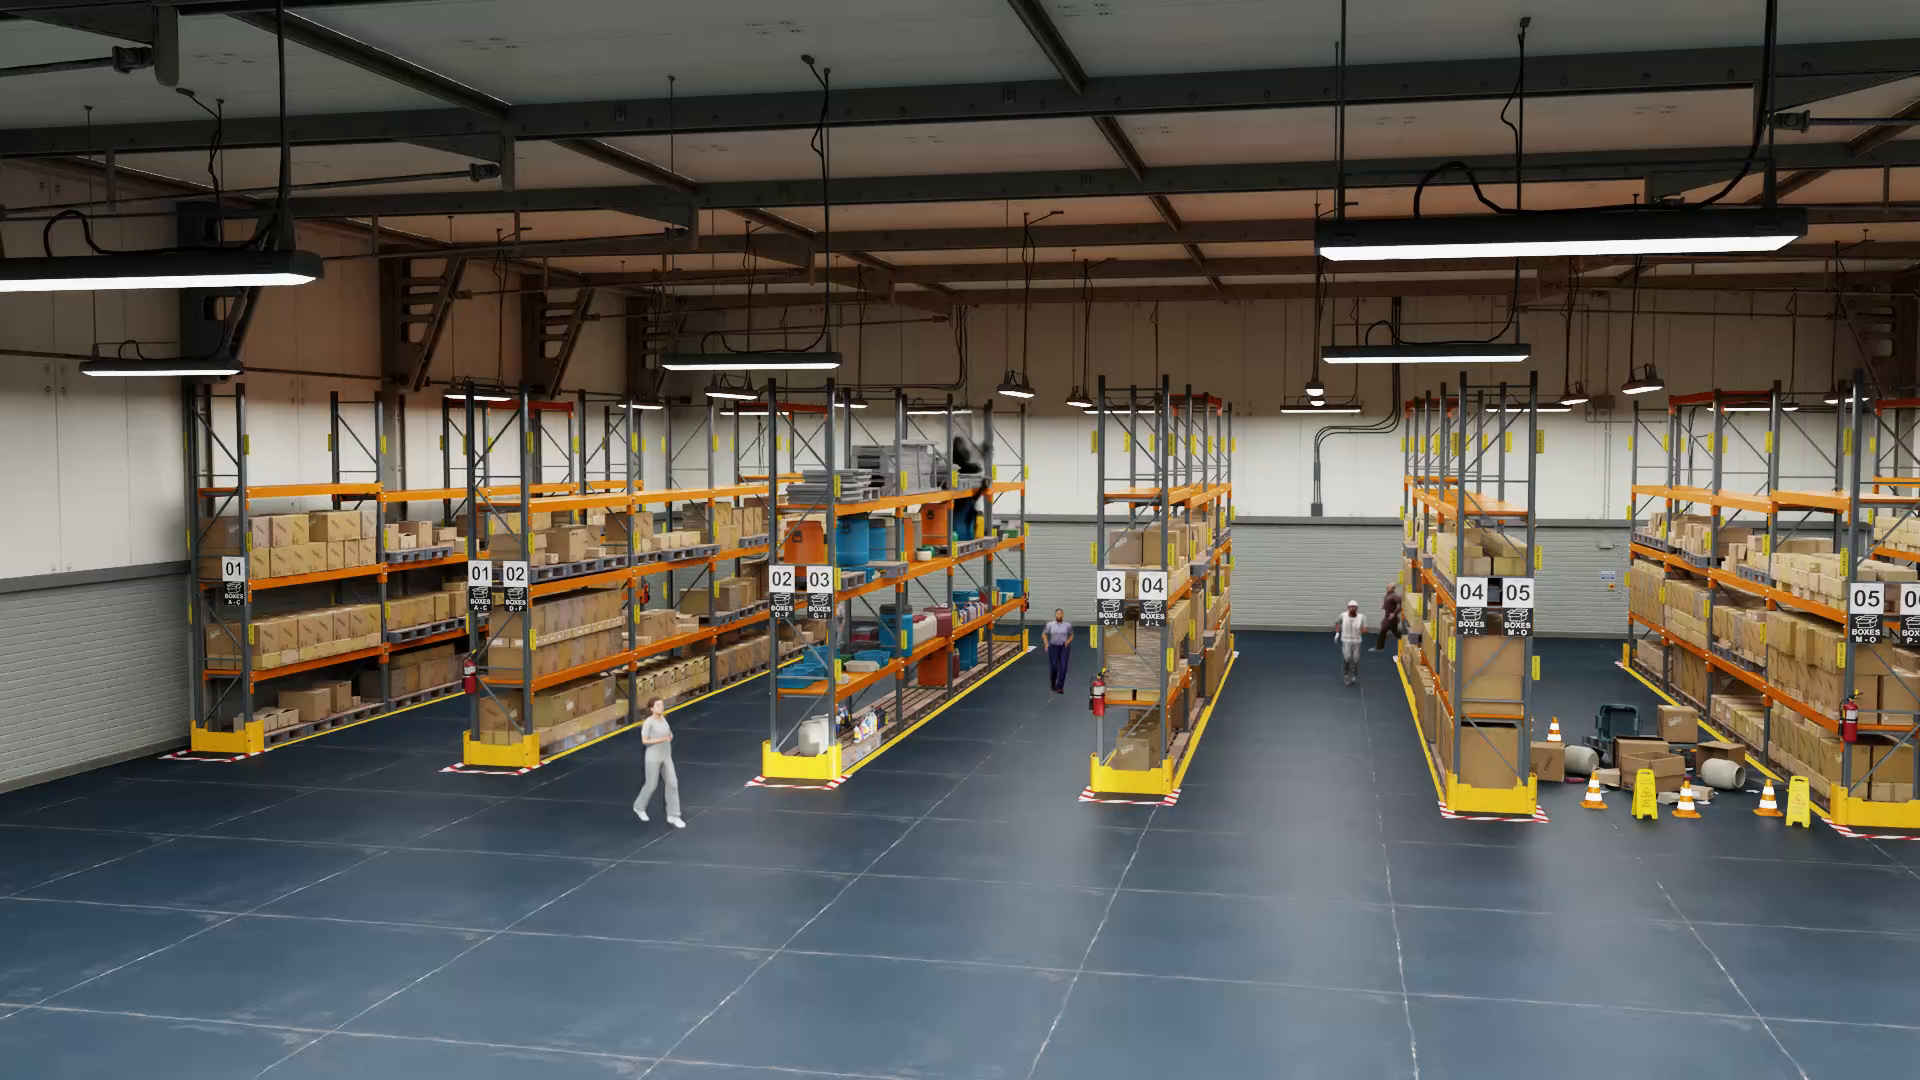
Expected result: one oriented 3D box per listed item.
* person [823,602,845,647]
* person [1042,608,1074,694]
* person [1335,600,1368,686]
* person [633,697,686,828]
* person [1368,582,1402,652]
[{"bbox_3d":[-2.657,1.924,35.281,0.521,1.559,0.507,0,3,-1],"label":"person"},{"bbox_3d":[1.876,2.121,31.541,0.607,1.594,0.503,0,3,-3],"label":"person"},{"bbox_3d":[8.126,2.141,34.532,0.660,1.790,0.800,0,3,9],"label":"person"},{"bbox_3d":[-3.956,2.888,21.779,0.881,1.682,0.559,3,4,38],"label":"person"},{"bbox_3d":[10.360,1.860,39.802,1.073,1.711,0.769,0,3,7],"label":"person"}]
